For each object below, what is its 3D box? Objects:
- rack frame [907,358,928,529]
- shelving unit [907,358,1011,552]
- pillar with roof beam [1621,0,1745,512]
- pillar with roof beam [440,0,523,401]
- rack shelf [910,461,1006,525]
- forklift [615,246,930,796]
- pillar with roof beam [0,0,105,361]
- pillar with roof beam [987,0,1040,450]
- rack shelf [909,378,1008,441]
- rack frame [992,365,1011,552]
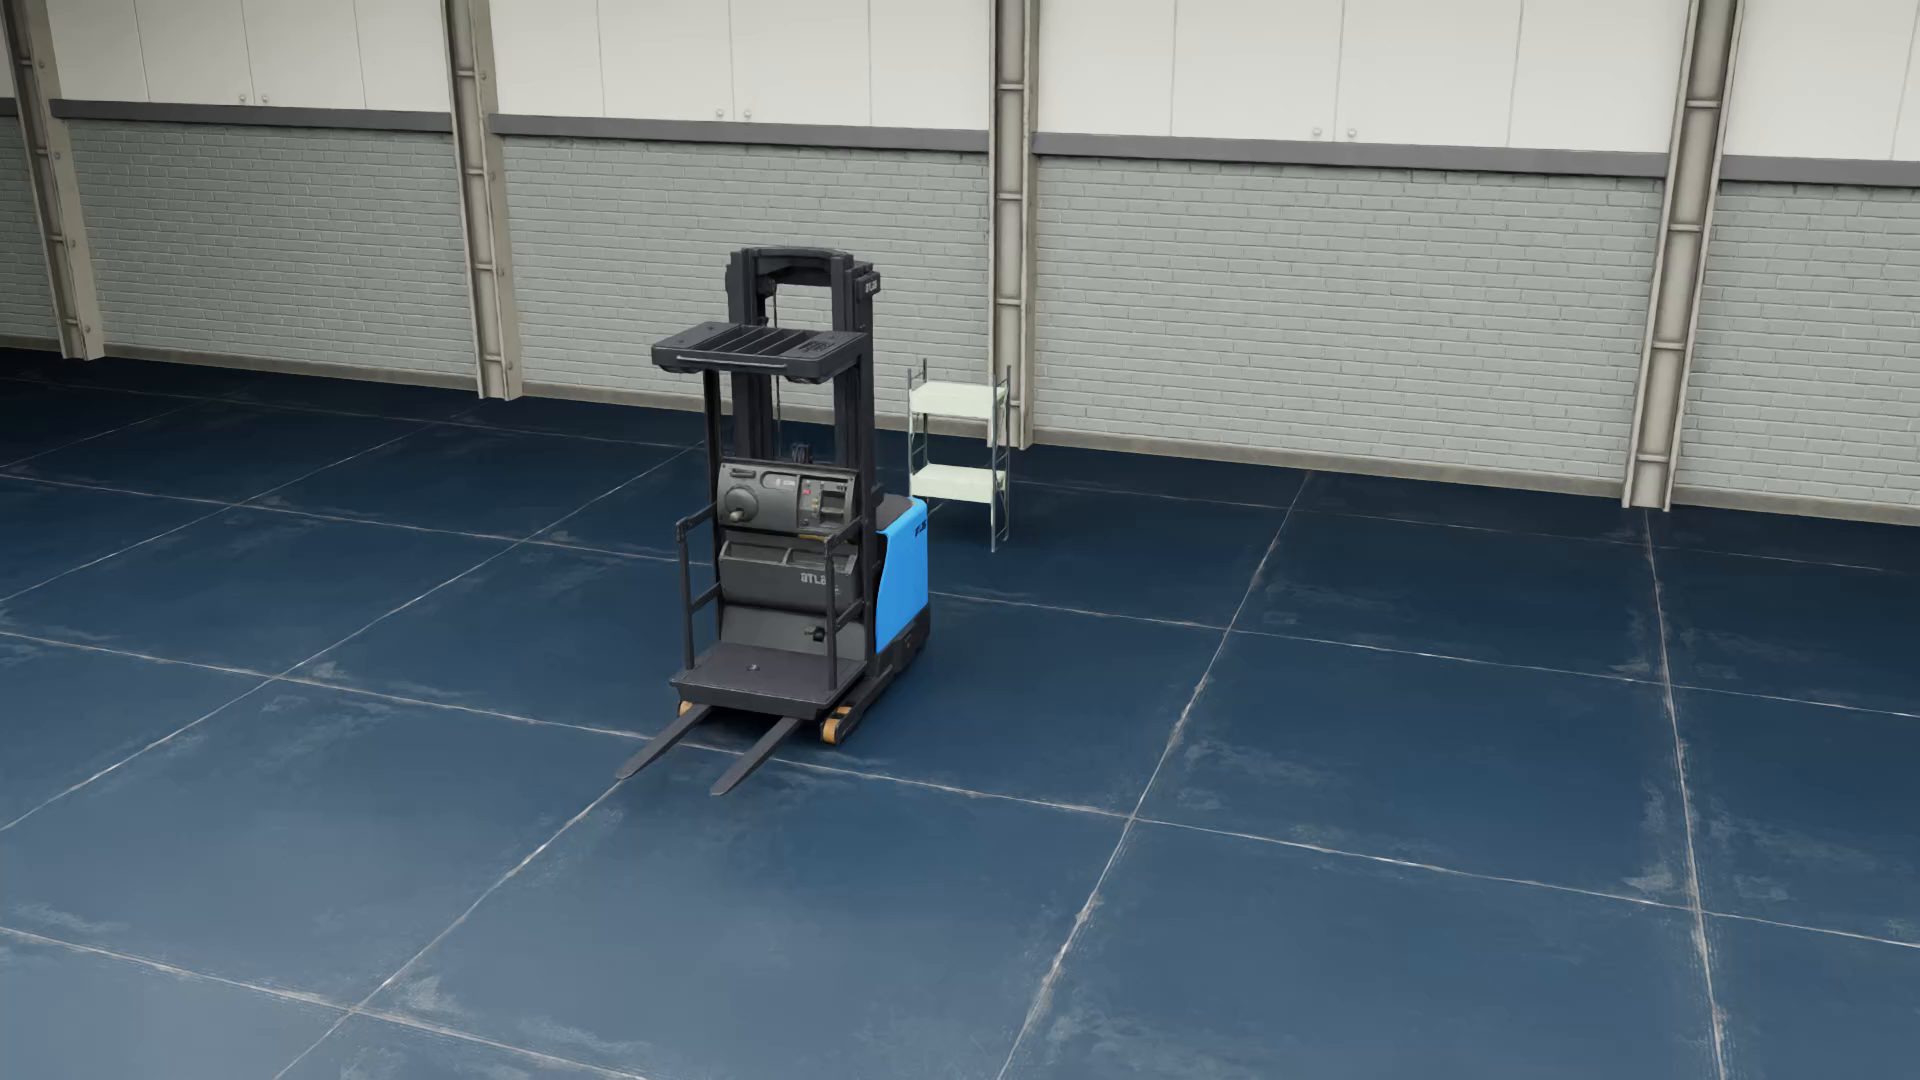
[{"bbox_3d":[-0.352,-0.748,13.945,0.023,1.500,0.400,7,20,18],"label":"rack frame"},{"bbox_3d":[-0.006,-0.709,13.831,0.755,1.500,0.431,7,20,18],"label":"shelving unit"},{"bbox_3d":[4.764,-3.230,9.671,0.400,9.000,9.100,7,20,18],"label":"pillar with roof beam"},{"bbox_3d":[-6.572,-4.526,13.390,0.400,9.000,9.100,7,20,18],"label":"pillar with roof beam"},{"bbox_3d":[-0.006,-0.401,13.939,0.720,0.370,0.431,7,20,18],"label":"rack shelf"},{"bbox_3d":[-1.171,-0.253,10.349,1.130,2.935,3.031,6,20,18],"label":"forklift"},{"bbox_3d":[-12.239,-5.174,15.249,0.400,9.000,9.100,7,20,18],"label":"pillar with roof beam"},{"bbox_3d":[-0.904,-3.878,11.530,0.400,9.000,9.100,7,20,18],"label":"pillar with roof beam"},{"bbox_3d":[-0.006,-1.077,13.703,0.720,0.370,0.431,7,20,18],"label":"rack shelf"},{"bbox_3d":[0.339,-0.669,13.718,0.023,1.500,0.400,7,20,18],"label":"rack frame"}]
